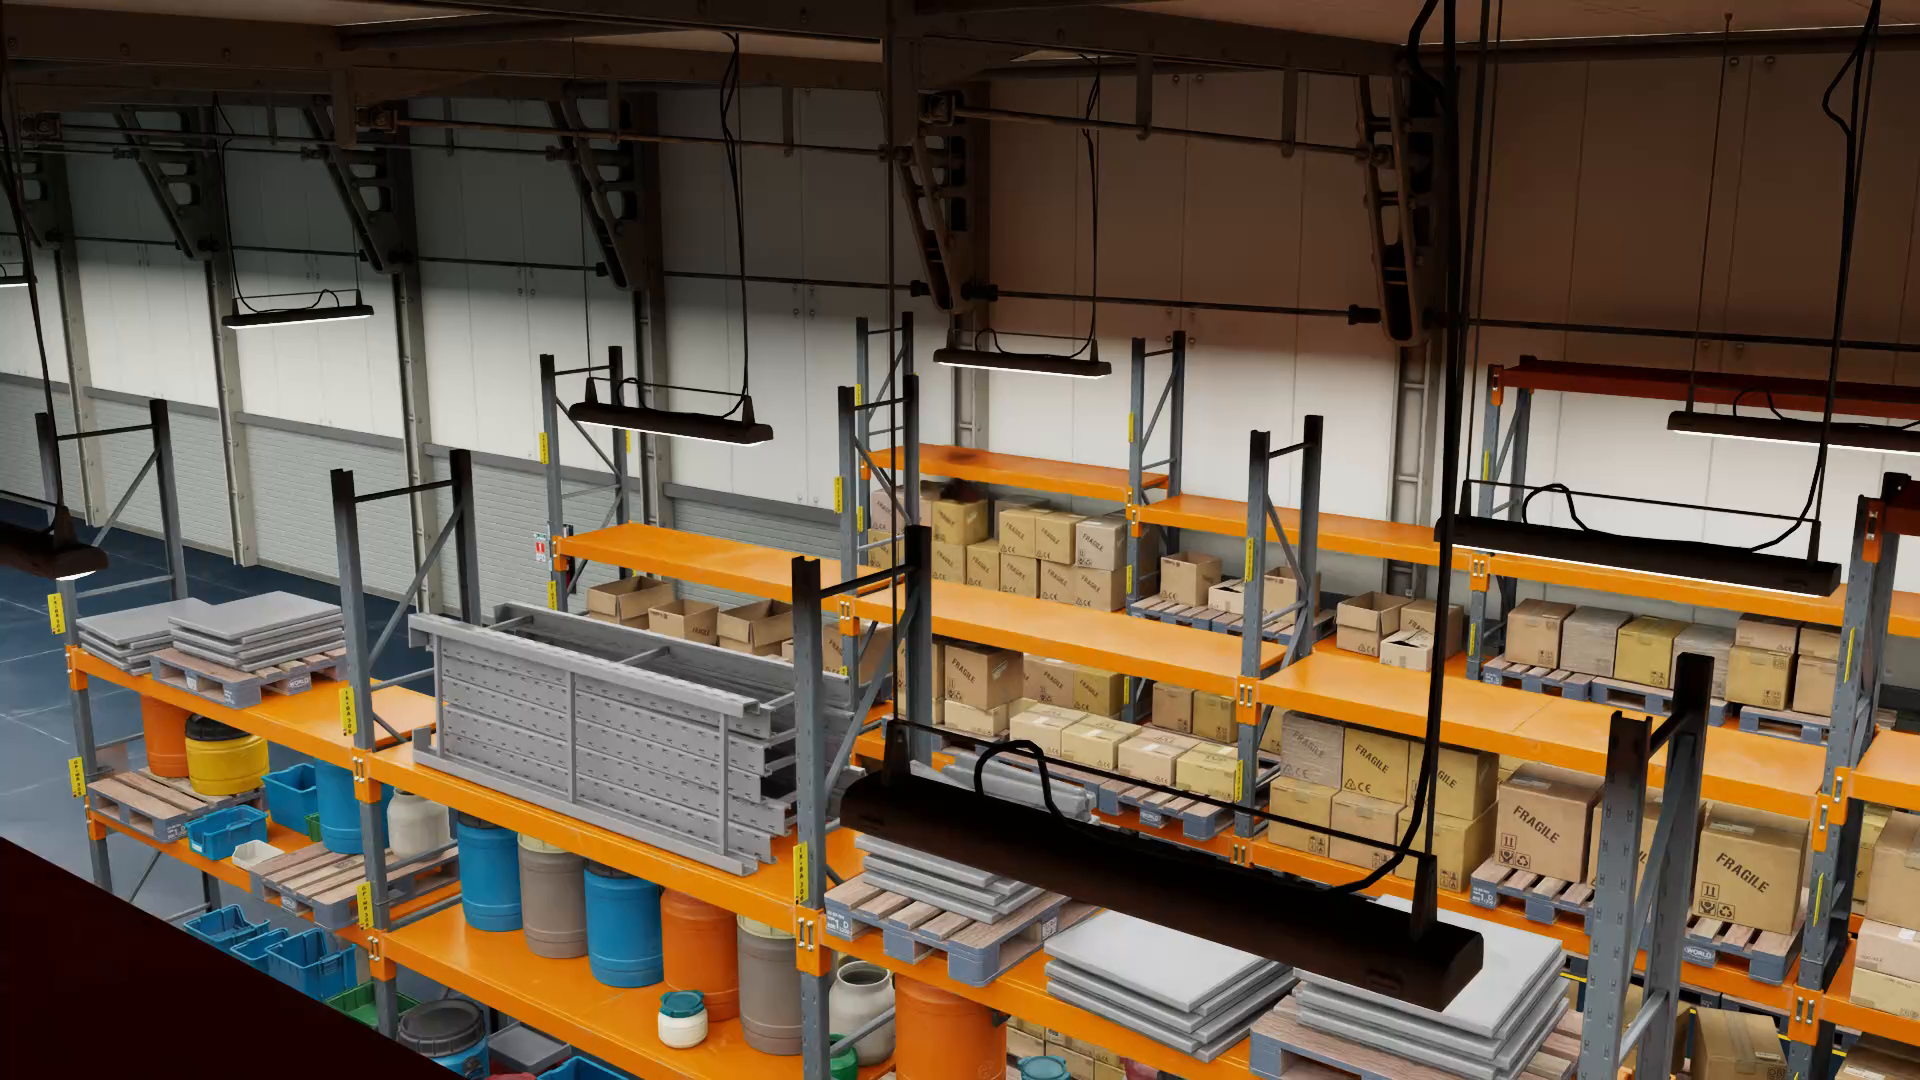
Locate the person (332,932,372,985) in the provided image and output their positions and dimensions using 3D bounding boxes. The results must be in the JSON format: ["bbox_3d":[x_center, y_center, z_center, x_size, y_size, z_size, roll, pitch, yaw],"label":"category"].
[{"bbox_3d":[-5.674,3.685,15.597,0.442,1.726,0.594,-9,16,-35],"label":"person"}]
